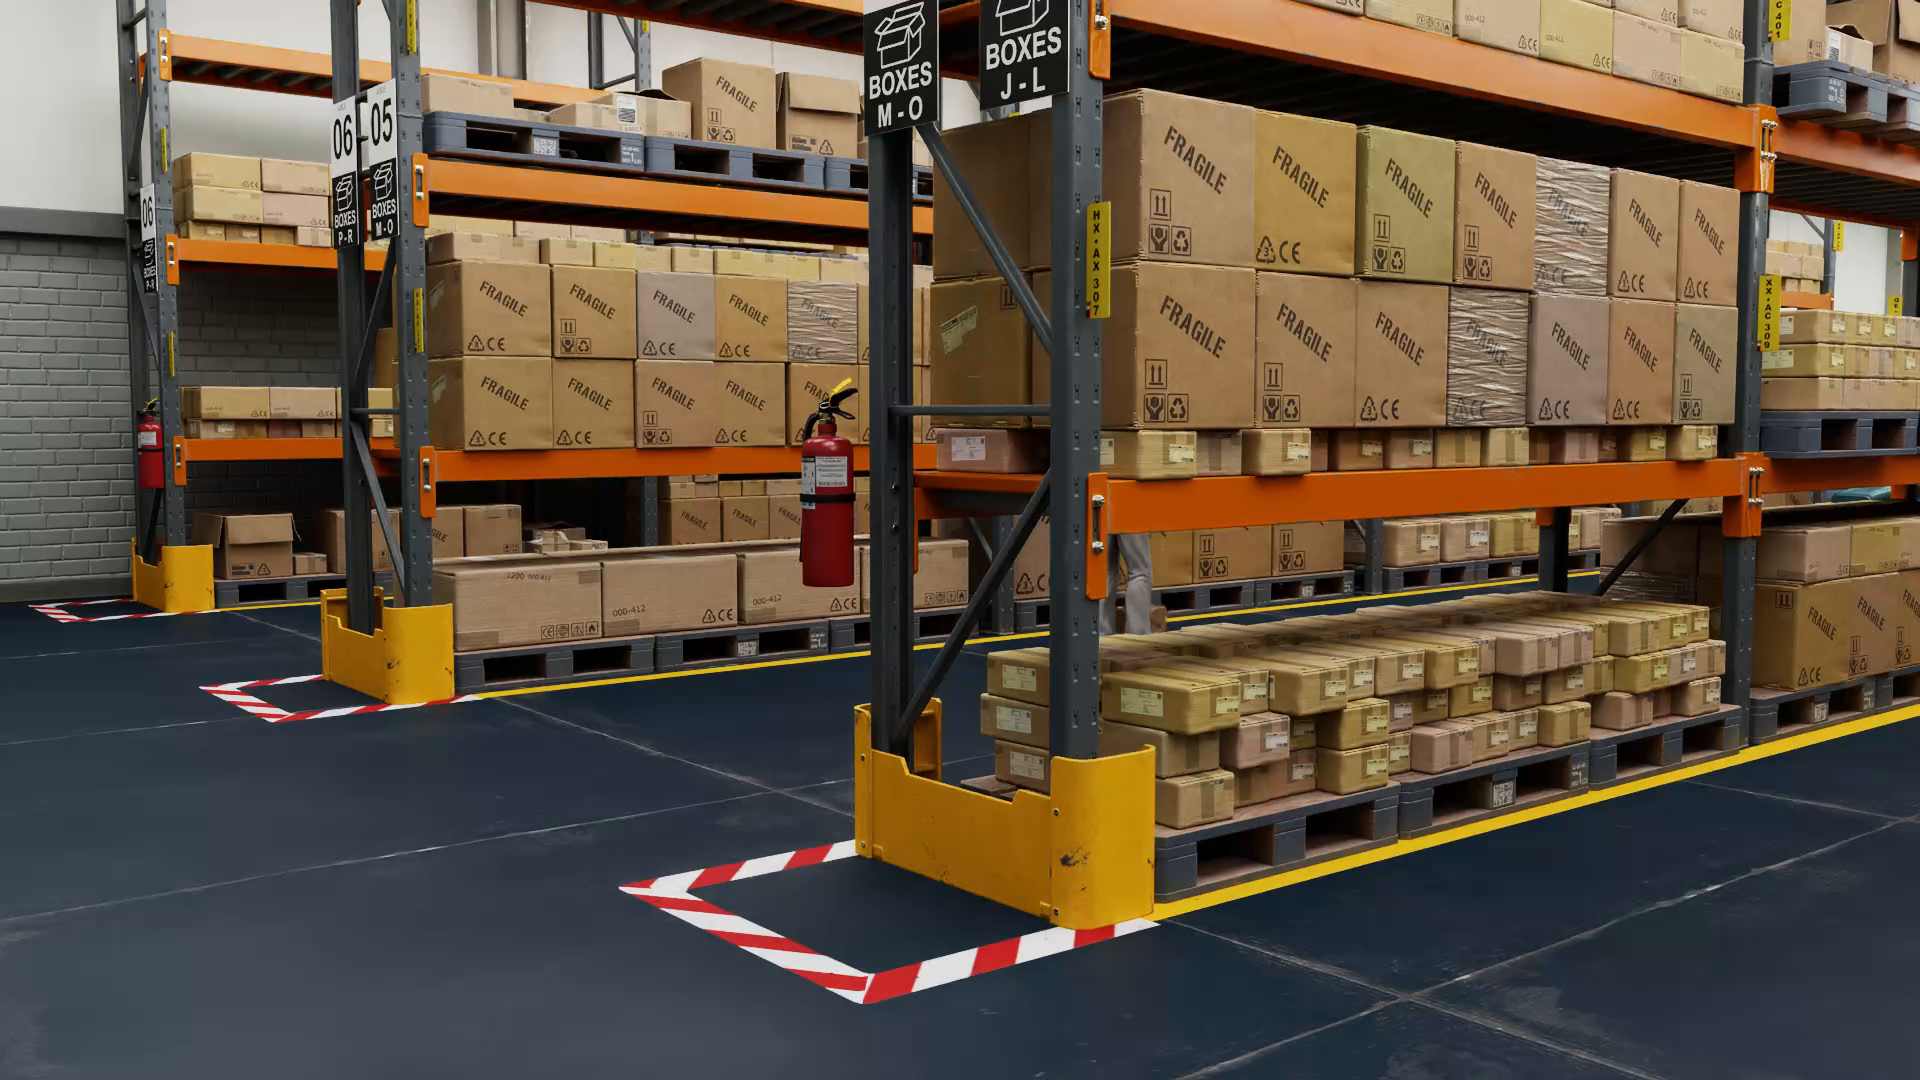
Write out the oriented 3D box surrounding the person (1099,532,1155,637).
[{"bbox_3d":[1.012,-0.132,10.435,0.488,1.673,0.359,3,5,36],"label":"person"}]
